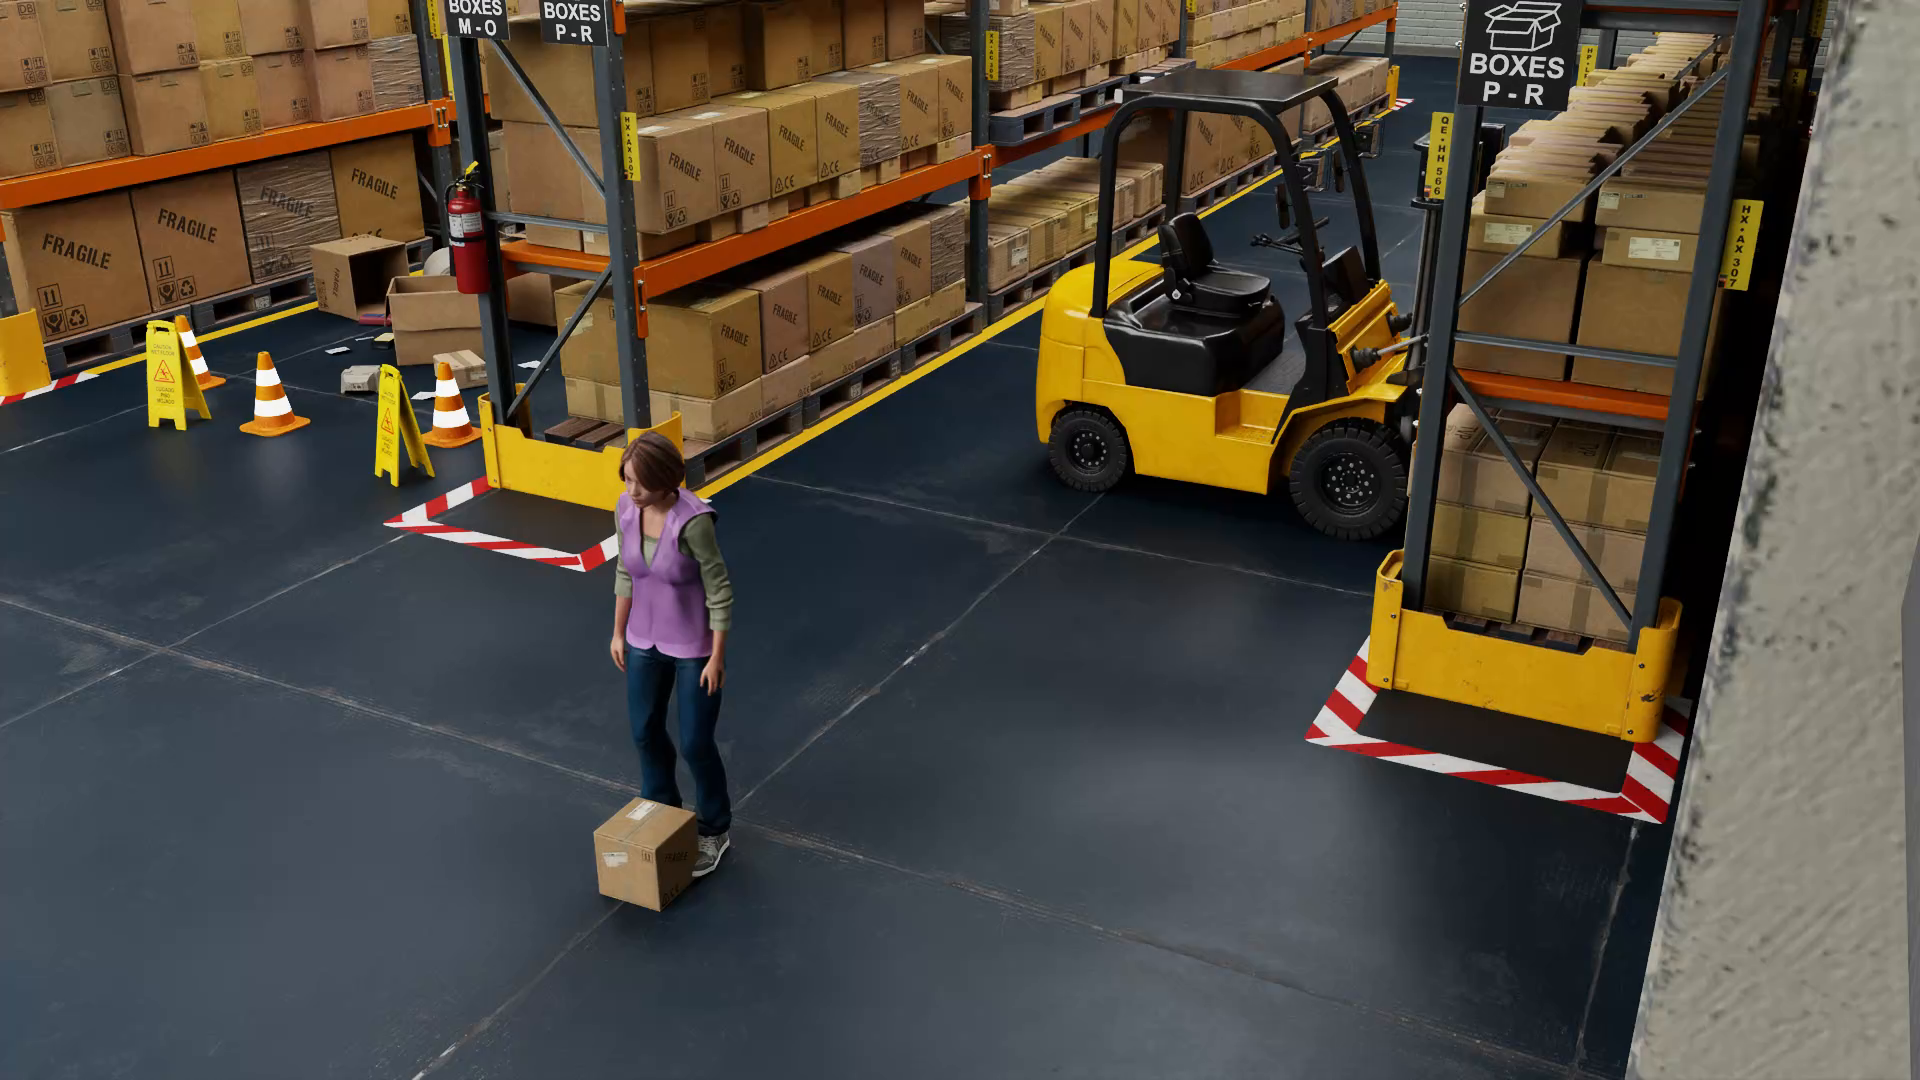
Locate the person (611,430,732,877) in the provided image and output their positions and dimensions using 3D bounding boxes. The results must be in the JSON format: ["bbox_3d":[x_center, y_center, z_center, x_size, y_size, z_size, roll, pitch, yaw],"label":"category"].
[{"bbox_3d":[-0.976,0.377,5.636,0.455,1.582,0.346,11,26,24],"label":"person"}]
